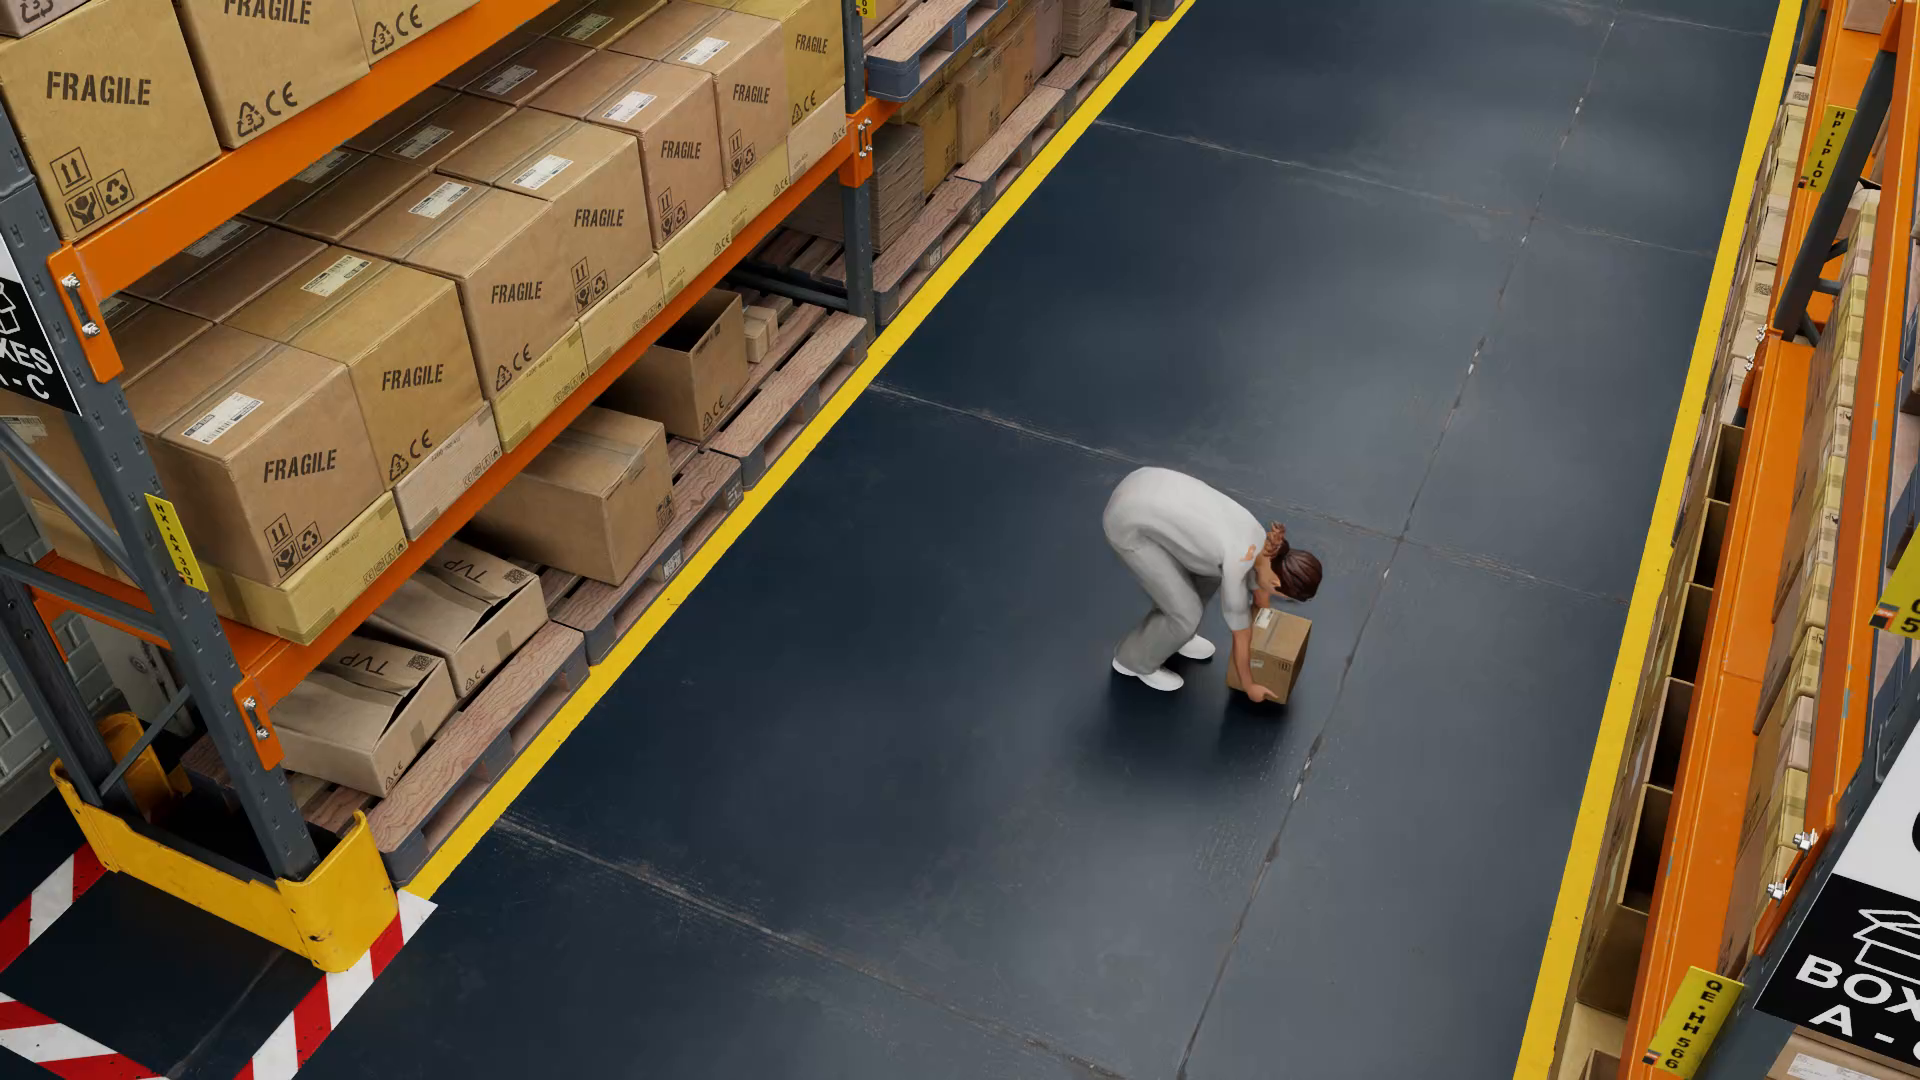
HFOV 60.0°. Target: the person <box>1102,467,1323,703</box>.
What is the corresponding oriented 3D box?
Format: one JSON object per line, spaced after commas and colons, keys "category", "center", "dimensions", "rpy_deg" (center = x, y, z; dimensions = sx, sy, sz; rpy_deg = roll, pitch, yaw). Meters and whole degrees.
{"category": "person", "center": [0.965, 0.190, 6.502], "dimensions": [0.853, 0.935, 0.451], "rpy_deg": [15, 44, 16]}
